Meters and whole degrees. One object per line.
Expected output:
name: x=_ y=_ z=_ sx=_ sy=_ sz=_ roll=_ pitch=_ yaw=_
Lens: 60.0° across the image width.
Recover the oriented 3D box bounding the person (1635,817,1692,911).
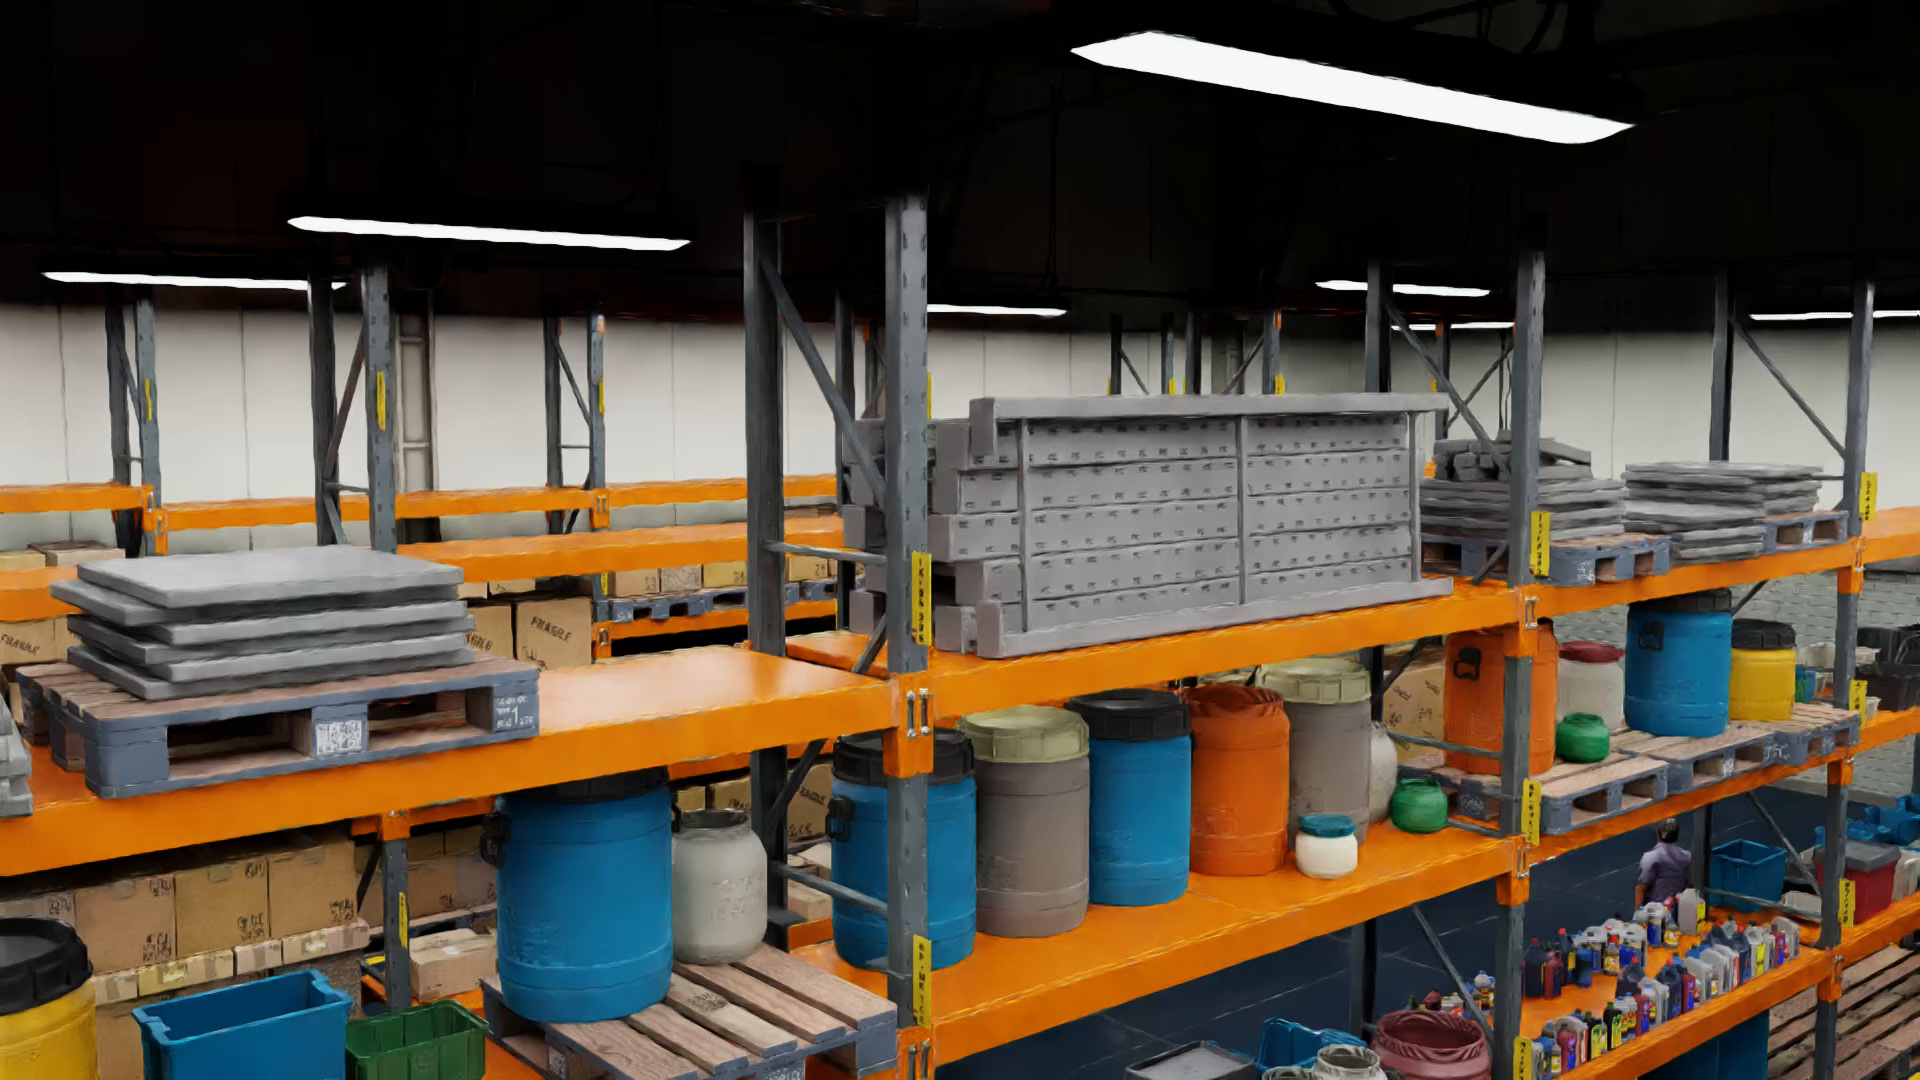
person: x=5.683 y=3.045 z=13.437 sx=0.597 sy=1.644 sz=0.549 roll=-1 pitch=6 yaw=-12
